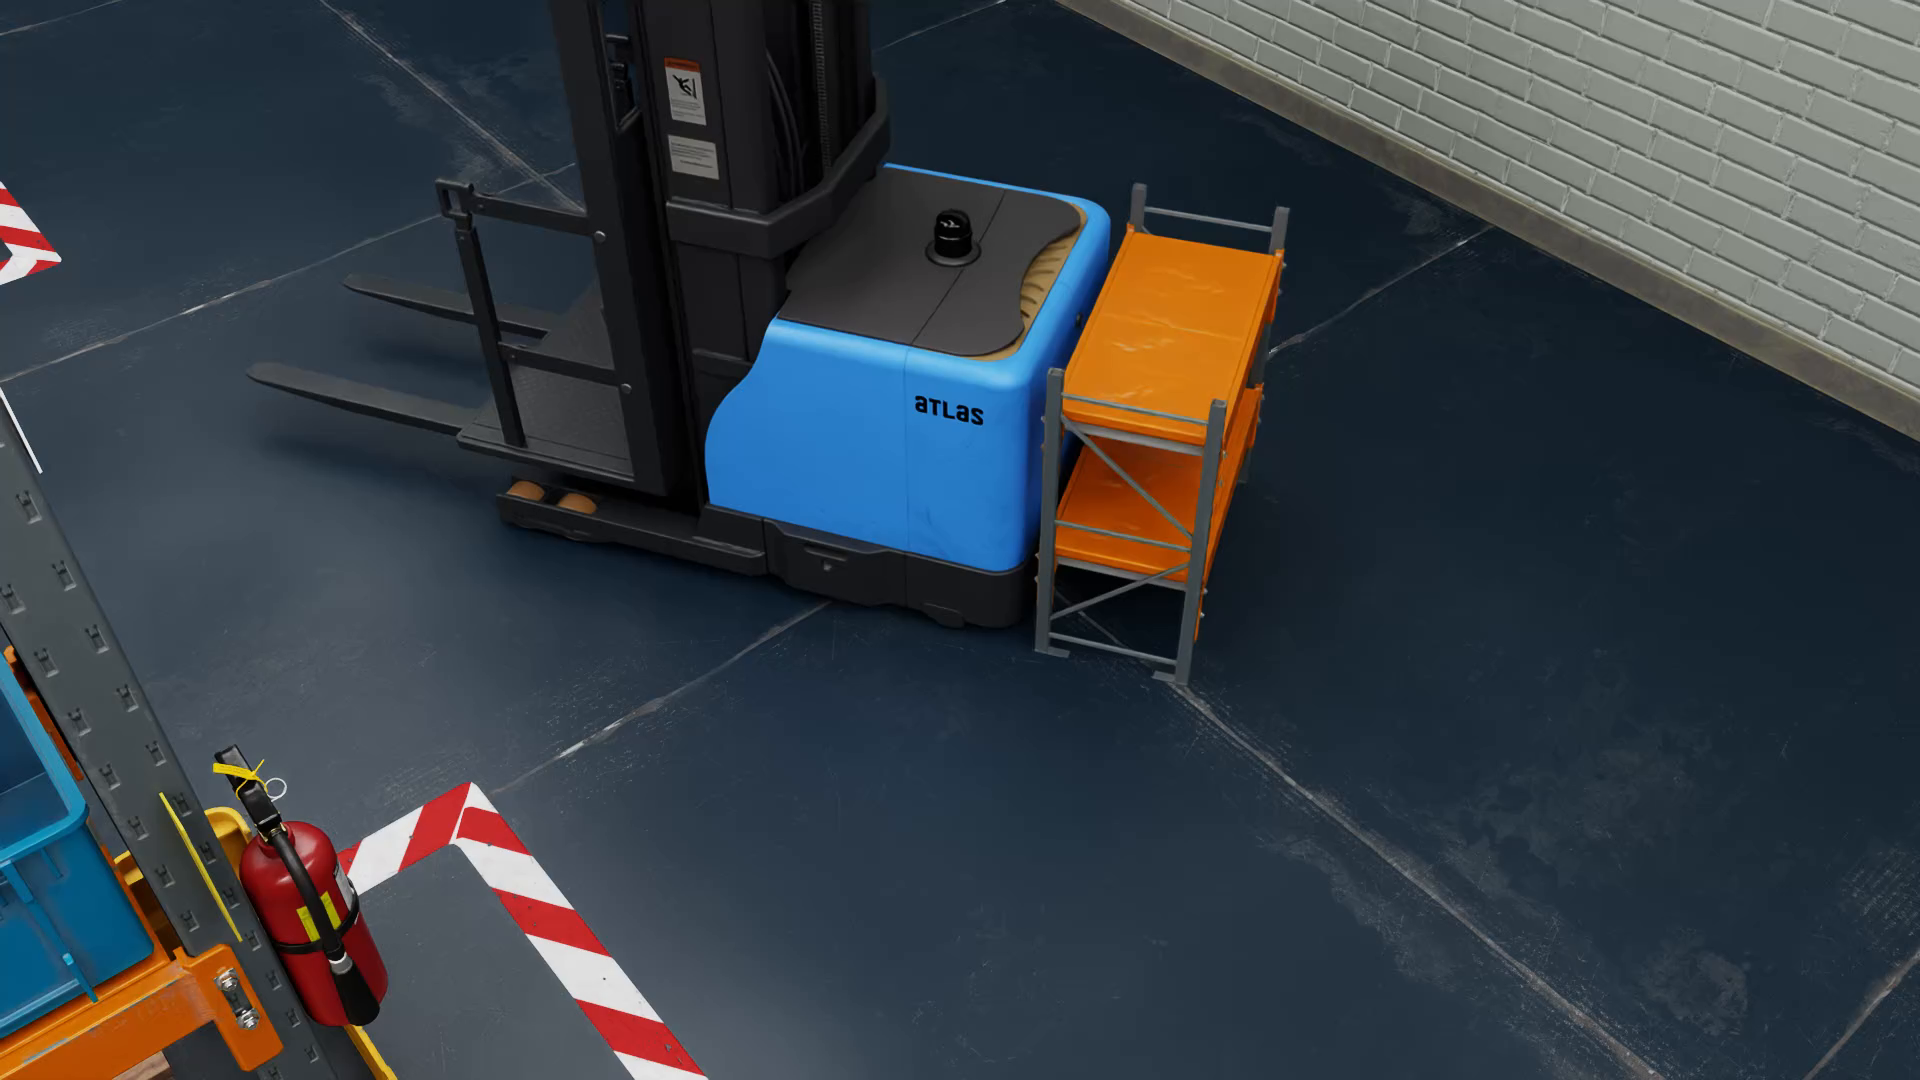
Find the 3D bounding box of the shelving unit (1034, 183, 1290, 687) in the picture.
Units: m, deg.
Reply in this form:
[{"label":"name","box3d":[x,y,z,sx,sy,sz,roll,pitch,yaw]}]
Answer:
[{"label":"shelving unit","box3d":[0.638,-0.340,5.291,0.538,1.125,1.048,12,45,13]}]

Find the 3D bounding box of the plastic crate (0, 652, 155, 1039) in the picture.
[{"label":"plastic crate","box3d":[-1.797,0.551,2.903,0.499,0.435,0.616,-30,51,-28]}]

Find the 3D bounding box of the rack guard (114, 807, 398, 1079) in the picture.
[{"label":"rack guard","box3d":[-1.650,1.234,4.071,0.348,0.500,1.175,-30,51,-28]}]

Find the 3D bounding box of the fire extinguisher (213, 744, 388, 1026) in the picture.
[{"label":"fire extinguisher","box3d":[-1.253,0.677,3.167,0.183,0.674,0.296,-30,51,-28]}]

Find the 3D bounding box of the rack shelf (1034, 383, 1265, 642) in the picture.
[{"label":"rack shelf","box3d":[0.638,-0.162,5.458,0.538,0.278,1.000,12,45,13]}]

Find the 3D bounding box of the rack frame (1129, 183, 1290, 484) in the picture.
[{"label":"rack frame","box3d":[0.792,-0.672,5.644,0.500,1.125,0.032,12,45,13]}]

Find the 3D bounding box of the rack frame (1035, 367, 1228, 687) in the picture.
[{"label":"rack frame","box3d":[0.484,-0.009,4.938,0.500,1.125,0.032,12,45,13]}]

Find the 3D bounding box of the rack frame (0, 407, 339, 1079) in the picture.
[{"label":"rack frame","box3d":[-1.660,0.340,3.197,0.127,3.000,1.000,-30,51,-28]}]

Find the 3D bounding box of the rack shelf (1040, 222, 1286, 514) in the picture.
[{"label":"rack shelf","box3d":[0.638,-0.554,5.090,0.538,0.278,1.000,12,45,13]}]

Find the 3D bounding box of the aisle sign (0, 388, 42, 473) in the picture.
[{"label":"aisle sign","box3d":[-1.417,-0.485,2.176,0.004,0.787,0.394,-30,51,-28]}]

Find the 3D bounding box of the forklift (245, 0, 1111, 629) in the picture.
[{"label":"forklift","box3d":[-1.075,-1.391,5.091,3.031,2.935,1.130,13,45,14]}]

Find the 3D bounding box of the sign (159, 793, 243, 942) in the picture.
[{"label":"sign","box3d":[-1.295,0.563,2.841,0.005,0.325,0.100,-30,51,-28]}]

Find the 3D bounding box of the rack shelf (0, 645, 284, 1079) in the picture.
[{"label":"rack shelf","box3d":[-3.194,1.481,2.507,4.000,0.370,1.077,-30,51,-28]}]

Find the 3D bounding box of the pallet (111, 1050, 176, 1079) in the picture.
[{"label":"pallet","box3d":[-2.318,1.699,3.787,1.213,0.211,1.003,-30,51,-28]}]
